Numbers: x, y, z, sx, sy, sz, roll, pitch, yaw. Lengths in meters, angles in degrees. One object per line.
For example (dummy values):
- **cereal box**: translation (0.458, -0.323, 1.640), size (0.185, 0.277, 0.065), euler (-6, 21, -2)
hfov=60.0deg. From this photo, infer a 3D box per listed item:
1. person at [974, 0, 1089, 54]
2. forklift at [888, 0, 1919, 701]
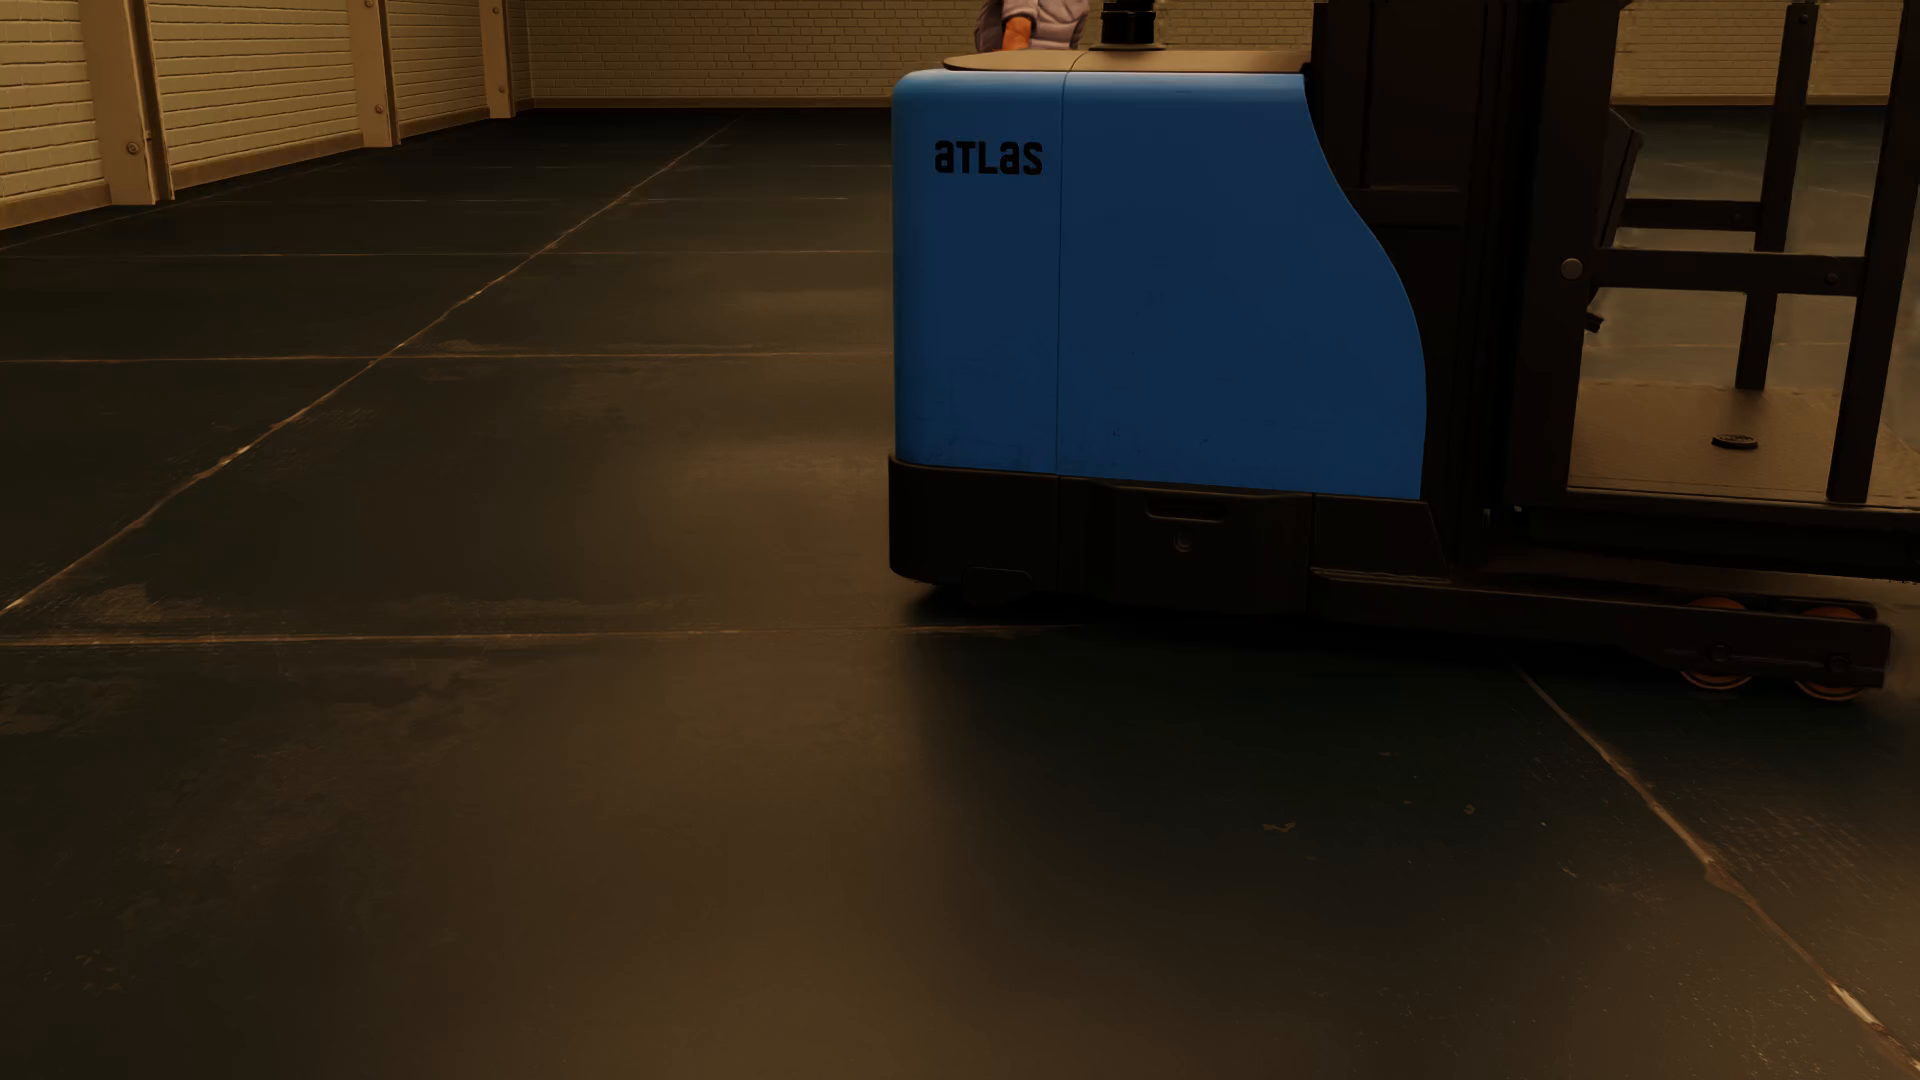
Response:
- **person**: translation (0.223, -1.384, 5.830), size (0.518, 1.633, 0.850), euler (-8, 19, -25)
- **forklift**: translation (1.428, -1.286, 3.112), size (3.031, 2.935, 1.130), euler (5, 18, 15)
